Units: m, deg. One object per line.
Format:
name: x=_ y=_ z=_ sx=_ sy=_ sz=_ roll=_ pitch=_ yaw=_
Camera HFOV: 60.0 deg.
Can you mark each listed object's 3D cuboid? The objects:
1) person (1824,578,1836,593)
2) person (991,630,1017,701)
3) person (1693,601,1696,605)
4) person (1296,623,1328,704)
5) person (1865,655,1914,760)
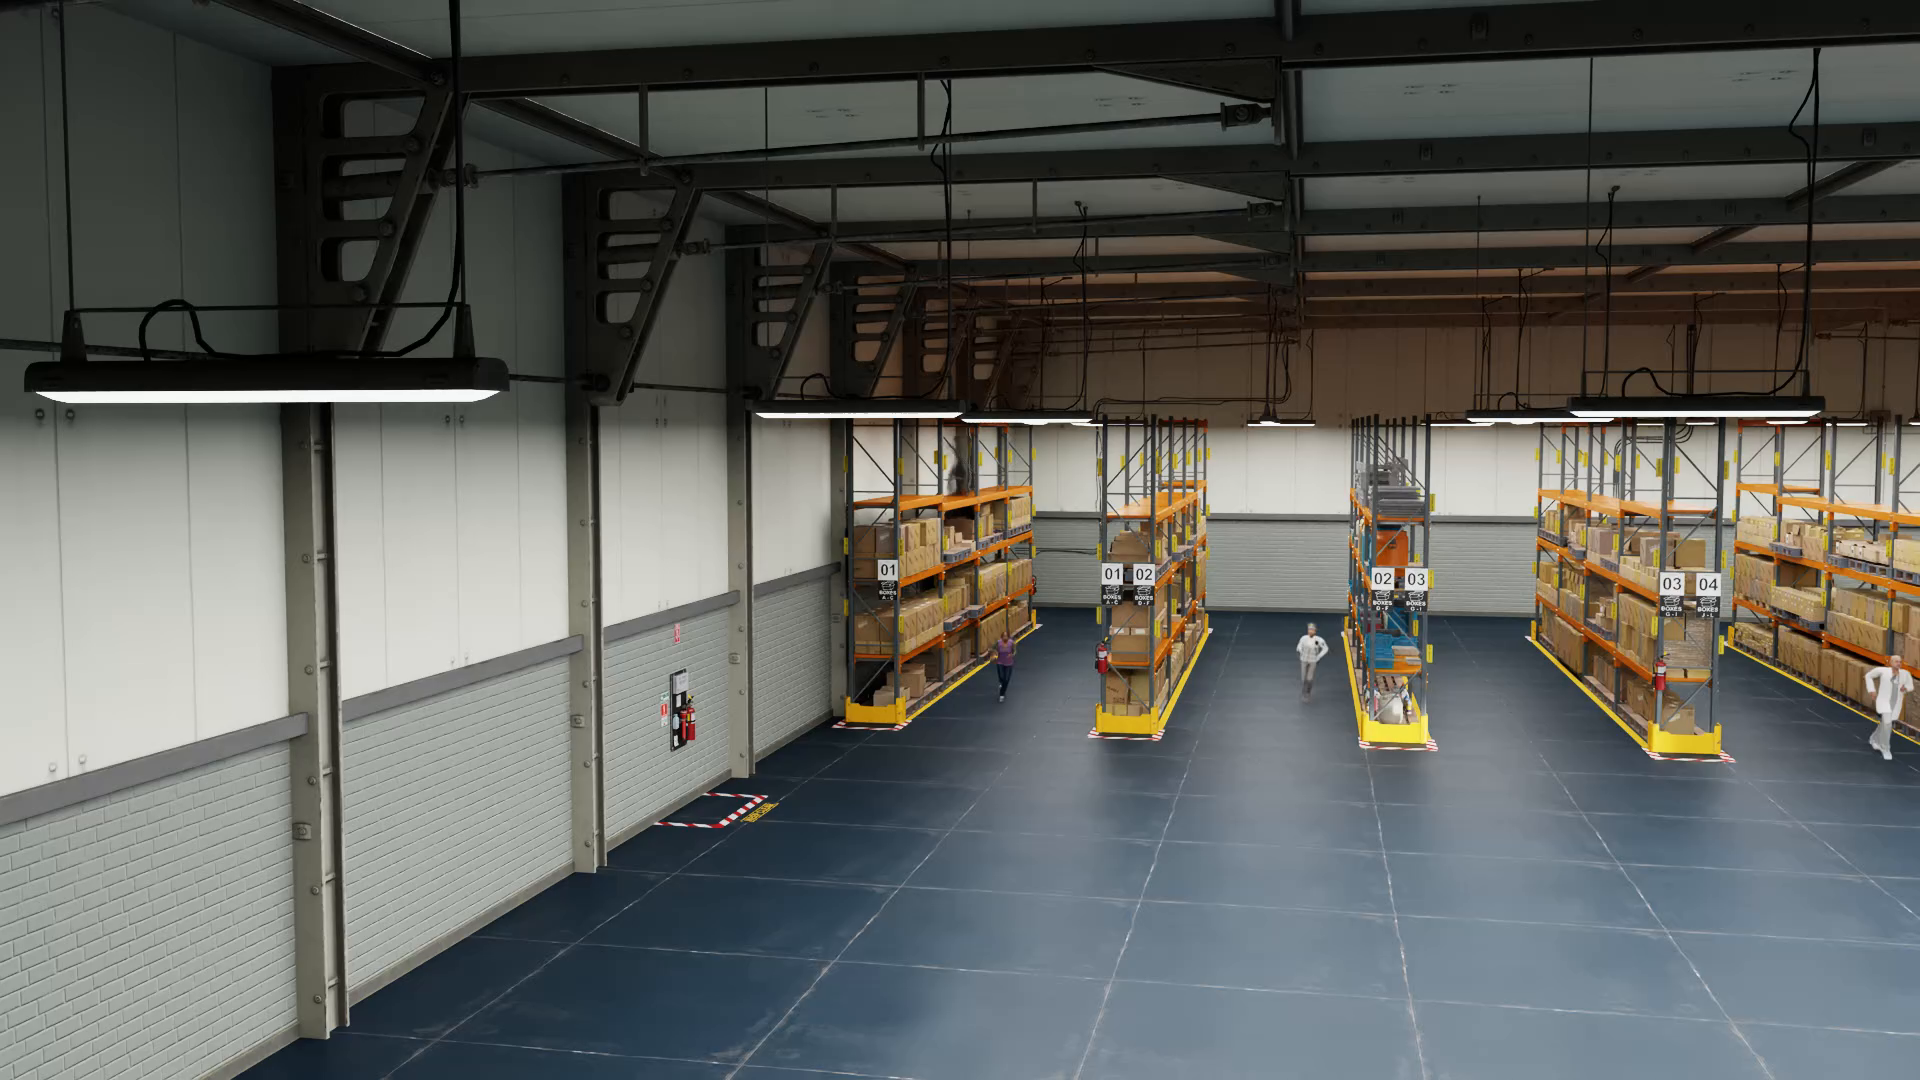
person: x=24.049 y=1.896 z=46.088 sx=0.549 sy=1.535 sz=0.580 roll=-1 pitch=4 yaw=-14
person: x=0.923 y=2.648 z=34.936 sx=0.525 sy=1.521 sz=0.652 roll=0 pitch=4 yaw=-6
person: x=18.815 y=2.113 z=42.102 sx=0.602 sy=1.628 sz=0.521 roll=1 pitch=4 yaw=18
person: x=7.317 y=2.582 z=34.737 sx=0.616 sy=1.710 sz=0.651 roll=2 pitch=4 yaw=29
person: x=16.302 y=2.921 z=29.194 sx=0.691 sy=1.847 sz=0.884 roll=0 pitch=4 yaw=4
